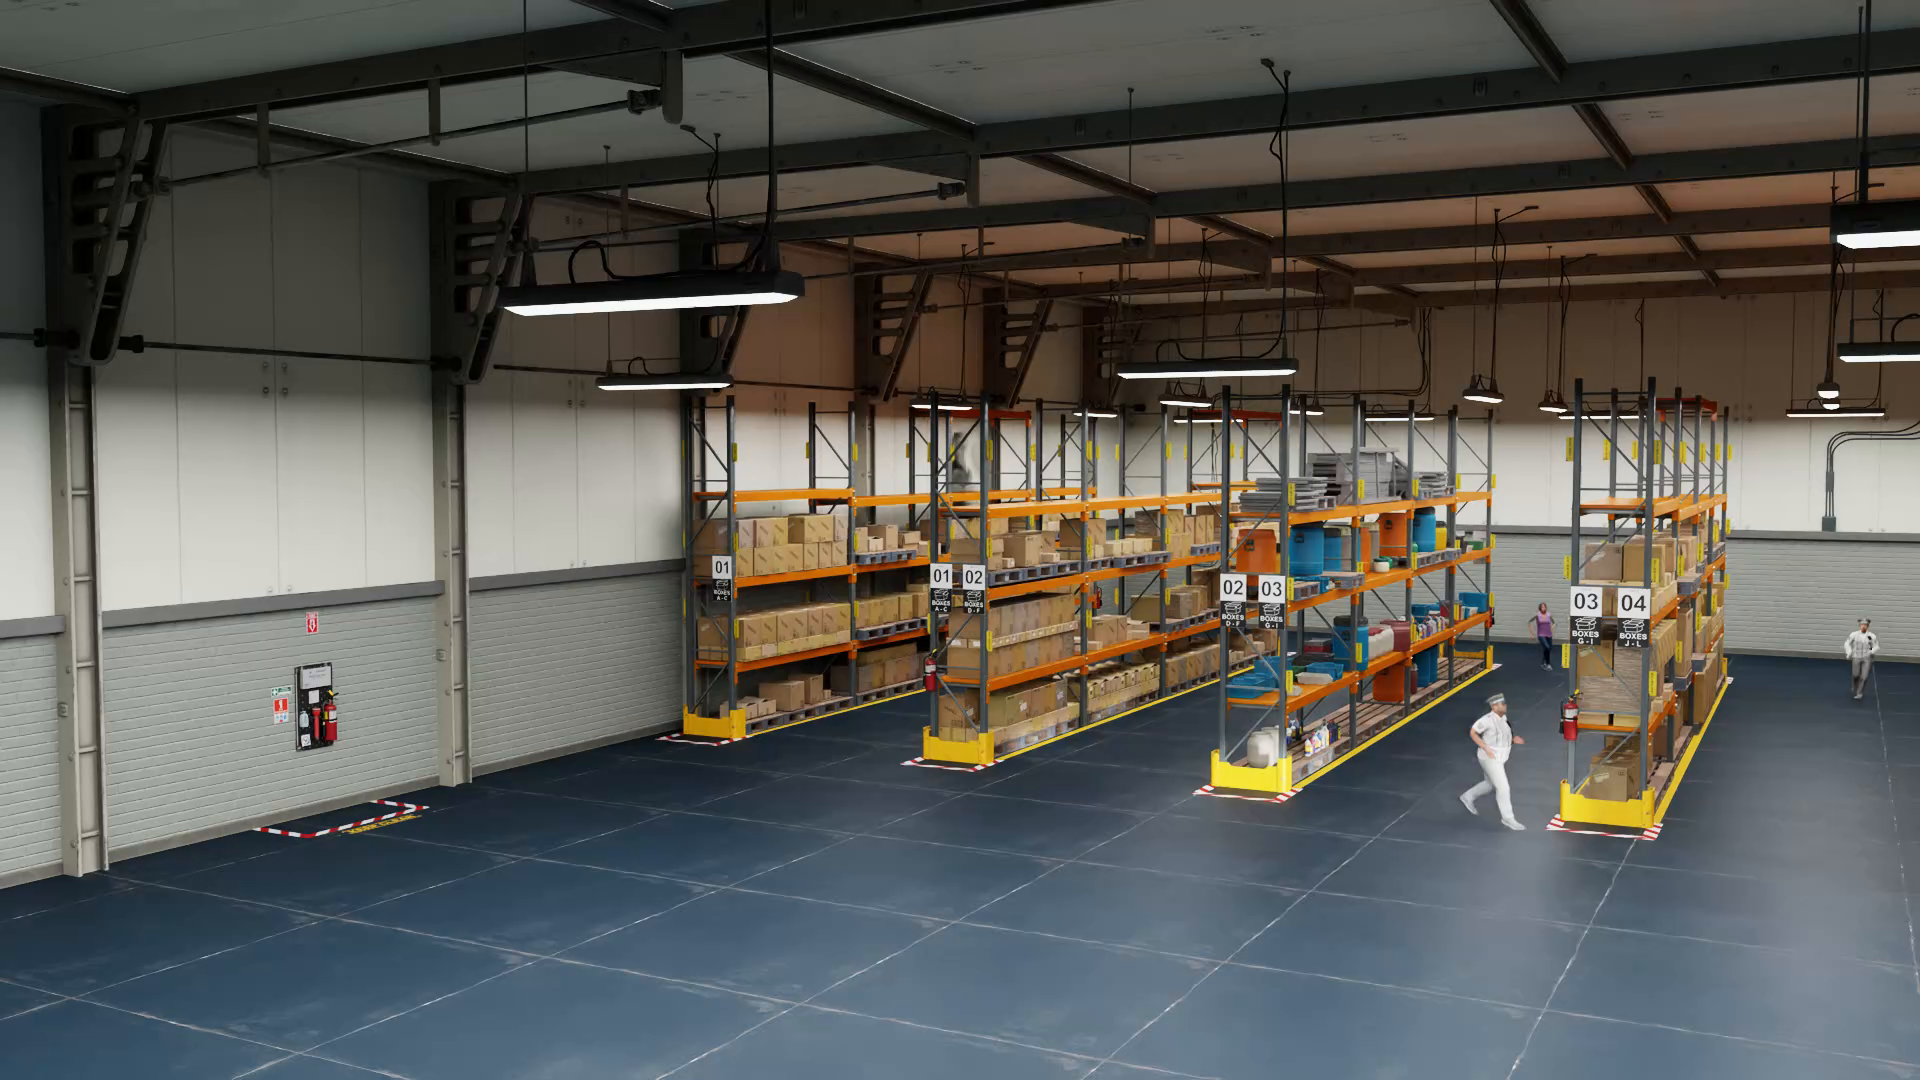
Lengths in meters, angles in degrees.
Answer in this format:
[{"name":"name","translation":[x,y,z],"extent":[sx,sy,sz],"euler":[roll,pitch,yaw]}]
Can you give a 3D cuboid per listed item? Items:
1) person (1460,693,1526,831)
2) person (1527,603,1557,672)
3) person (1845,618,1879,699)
[{"name":"person","translation":[7.130,2.939,22.327],"extent":[0.984,1.805,0.678],"euler":[2,4,39]},{"name":"person","translation":[13.345,2.216,38.057],"extent":[0.601,1.582,0.651],"euler":[0,3,-5]},{"name":"person","translation":[18.311,2.408,33.758],"extent":[0.616,1.651,0.550],"euler":[2,3,28]}]
